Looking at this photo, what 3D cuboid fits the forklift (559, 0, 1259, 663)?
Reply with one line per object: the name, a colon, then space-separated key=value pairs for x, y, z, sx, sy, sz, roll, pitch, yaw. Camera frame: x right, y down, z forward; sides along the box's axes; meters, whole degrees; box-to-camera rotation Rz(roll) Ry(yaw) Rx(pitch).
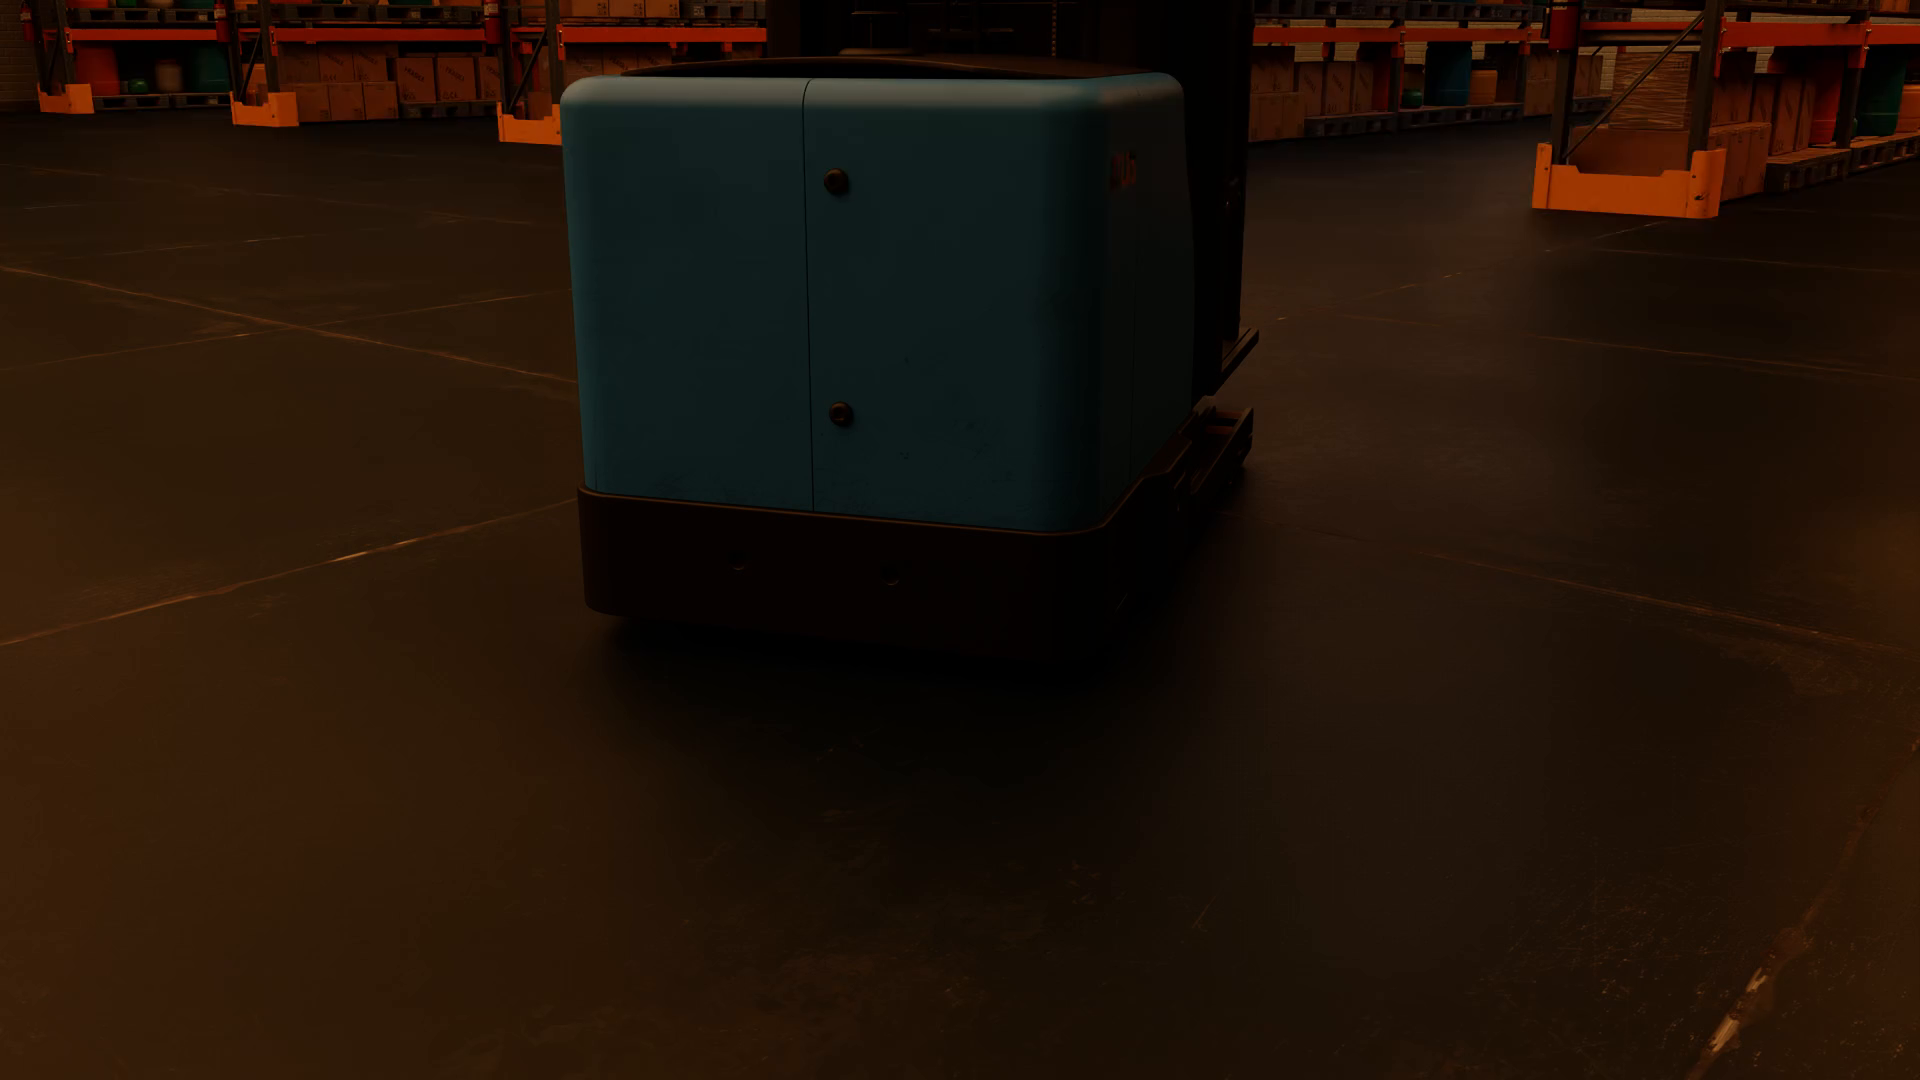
forklift: x=0.182 y=-1.571 z=4.072 sx=1.130 sy=2.935 sz=3.031 roll=5 pitch=18 yaw=17
